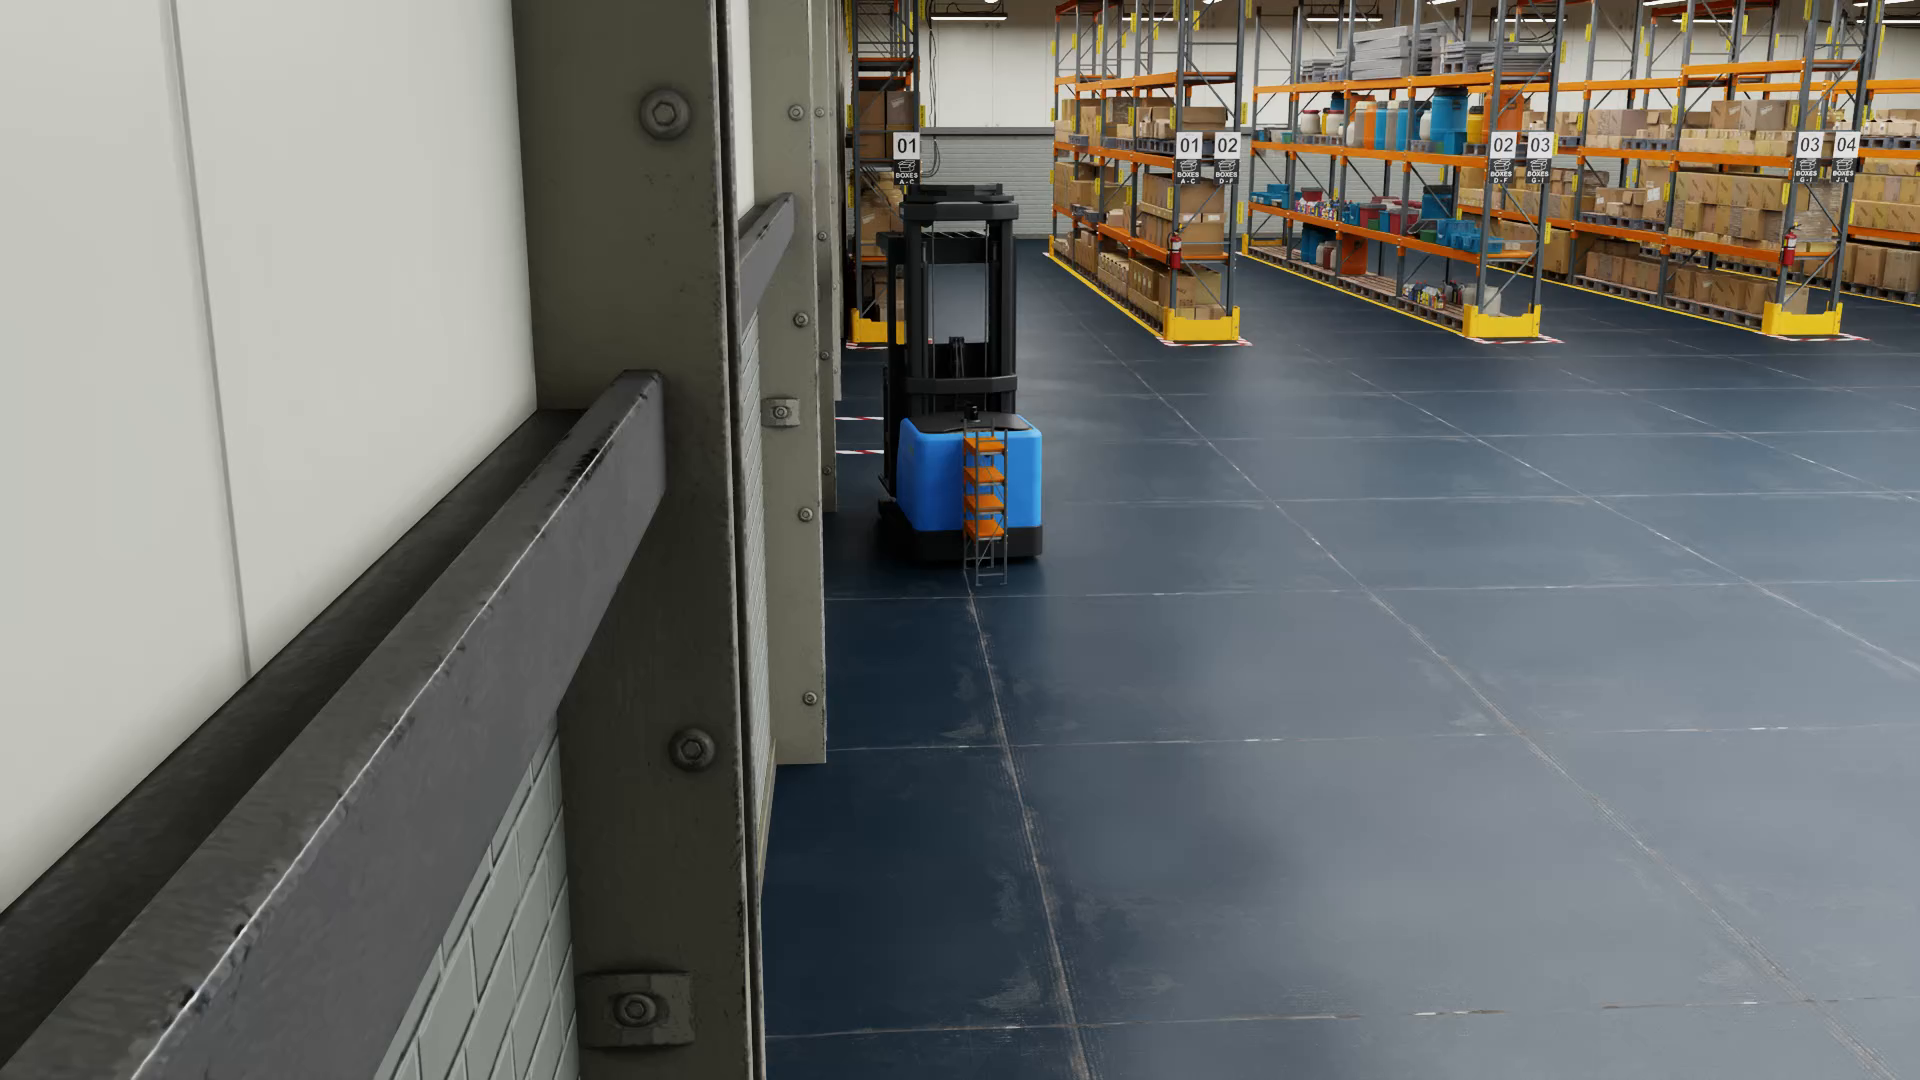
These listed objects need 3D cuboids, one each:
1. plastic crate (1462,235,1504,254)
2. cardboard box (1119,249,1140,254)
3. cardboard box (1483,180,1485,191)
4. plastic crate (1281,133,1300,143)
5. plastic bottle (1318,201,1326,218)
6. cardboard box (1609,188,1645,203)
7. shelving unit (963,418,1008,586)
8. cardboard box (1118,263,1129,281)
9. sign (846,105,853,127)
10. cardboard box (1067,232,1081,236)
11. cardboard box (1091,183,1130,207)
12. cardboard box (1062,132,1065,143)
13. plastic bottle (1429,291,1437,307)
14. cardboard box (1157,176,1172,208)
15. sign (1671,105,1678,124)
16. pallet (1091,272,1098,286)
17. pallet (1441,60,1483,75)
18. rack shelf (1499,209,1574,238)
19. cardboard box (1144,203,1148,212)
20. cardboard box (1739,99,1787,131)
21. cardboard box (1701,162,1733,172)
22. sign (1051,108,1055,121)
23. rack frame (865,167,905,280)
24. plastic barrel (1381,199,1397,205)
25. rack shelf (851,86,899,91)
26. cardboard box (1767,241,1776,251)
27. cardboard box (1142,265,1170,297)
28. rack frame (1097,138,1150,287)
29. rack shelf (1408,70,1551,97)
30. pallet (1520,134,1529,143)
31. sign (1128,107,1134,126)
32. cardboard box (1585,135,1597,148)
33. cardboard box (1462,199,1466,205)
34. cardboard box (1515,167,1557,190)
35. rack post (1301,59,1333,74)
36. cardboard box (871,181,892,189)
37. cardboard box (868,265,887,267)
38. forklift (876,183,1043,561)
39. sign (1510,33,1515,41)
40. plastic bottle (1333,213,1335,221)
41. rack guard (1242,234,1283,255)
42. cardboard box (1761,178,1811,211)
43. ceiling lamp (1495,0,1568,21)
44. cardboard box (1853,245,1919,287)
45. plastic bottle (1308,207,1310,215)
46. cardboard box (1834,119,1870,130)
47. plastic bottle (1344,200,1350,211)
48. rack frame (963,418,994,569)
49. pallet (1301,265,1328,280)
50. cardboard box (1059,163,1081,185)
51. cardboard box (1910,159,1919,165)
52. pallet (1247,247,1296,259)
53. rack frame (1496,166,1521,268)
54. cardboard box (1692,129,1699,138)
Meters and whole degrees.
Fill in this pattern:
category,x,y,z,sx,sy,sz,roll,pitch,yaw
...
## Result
category,x,y,z,sx,sy,sz,roll,pitch,yaw
plastic crate,8.439,-4.779,26.880,0.499,0.251,0.616,-1,14,-3
cardboard box,3.586,-5.766,34.549,0.500,0.500,0.500,0,14,-1
cardboard box,12.646,-8.462,39.093,0.500,0.500,0.500,-1,14,-3
plastic crate,7.650,-9.309,38.503,0.416,0.233,0.300,-1,14,-3
plastic bottle,7.783,-7.116,35.762,0.144,0.351,0.185,-1,14,-3
cardboard box,13.424,-6.778,33.308,0.700,0.500,0.500,1,14,5
shelving unit,0.191,-0.297,12.775,0.258,1.200,0.503,-3,15,-10
cardboard box,3.227,-5.020,31.066,0.500,0.311,0.500,0,14,-2
sign,-1.675,-6.456,25.304,0.100,0.325,0.005,-1,14,-3
cardboard box,2.959,-7.112,39.774,0.797,0.503,0.637,-1,14,-3
cardboard box,3.252,-7.454,35.933,0.700,0.500,0.500,-5,15,-18
cardboard box,2.699,-9.510,39.251,0.500,0.250,0.500,-1,14,-3
plastic bottle,8.220,-4.173,28.809,0.152,0.276,0.135,-1,14,-5
cardboard box,3.703,-5.843,27.911,0.700,0.500,0.500,-1,14,-3
sign,12.910,-7.687,30.036,0.100,0.325,0.005,-1,14,-3
pallet,3.320,-5.481,34.907,1.003,0.211,1.213,-1,14,-3
pallet,8.678,-7.838,27.611,1.003,0.211,1.213,-1,14,-3
rack shelf,13.092,-6.947,36.449,1.077,0.370,4.000,-1,14,-3
cardboard box,3.433,-5.817,29.112,0.380,0.149,0.250,-1,14,-5
cardboard box,13.363,-7.077,27.691,0.500,0.500,0.500,-1,14,-3
cardboard box,17.626,-8.633,38.756,0.500,0.500,0.500,-1,14,-5
sign,2.291,-10.503,41.053,0.100,0.325,0.005,-1,14,-3
rack frame,-1.615,-6.568,33.534,1.000,3.000,0.127,-1,14,-3
plastic barrel,8.550,-6.523,33.133,0.421,0.512,0.421,0,14,0
rack shelf,-1.739,-9.429,34.860,1.077,0.370,4.000,-1,14,-3
cardboard box,13.473,-4.816,27.229,0.380,0.149,0.250,-1,14,-3
cardboard box,3.388,-4.393,28.249,0.500,0.500,0.500,-1,14,-3
rack frame,3.329,-6.646,33.835,1.000,3.000,0.127,-1,14,-3
rack shelf,8.644,-7.592,27.721,1.077,0.370,4.000,-1,14,-3
pallet,13.074,-8.925,37.059,0.805,0.209,1.217,-1,15,-6
sign,3.035,-7.495,29.450,0.100,0.325,0.005,-1,14,-3
cardboard box,12.991,-8.057,33.601,0.500,0.250,0.500,-1,14,-2
cardboard box,12.495,-8.252,40.585,0.380,0.149,0.250,-1,14,-4
cardboard box,13.016,-8.168,37.538,0.797,0.503,0.637,-1,14,-5
rack post,8.046,-10.375,36.441,0.937,0.300,0.954,-1,14,-4
cardboard box,-1.564,-7.058,33.055,0.380,0.149,0.250,-3,15,-11
cardboard box,-1.461,-5.231,30.967,0.500,0.250,0.500,-1,14,-5
forklift,-0.115,-1.574,14.261,1.130,2.935,3.031,-3,15,-10
sign,12.413,-11.224,37.399,0.100,0.325,0.005,-1,14,-3
plastic bottle,7.833,-6.748,34.632,0.097,0.201,0.097,0,14,0
rack guard,7.763,-7.506,42.196,1.175,0.500,0.348,-1,14,-3
cardboard box,13.431,-5.618,27.036,0.500,0.500,0.500,-1,14,-3
ceiling lamp,15.085,-15.226,43.431,2.000,3.185,0.800,-1,14,-3
cardboard box,18.236,-5.361,32.515,1.050,0.750,0.750,-1,14,-3
plastic bottle,7.710,-7.239,36.541,0.097,0.201,0.097,0,14,0
cardboard box,17.998,-8.327,33.486,0.500,0.311,0.500,-1,14,-3
plastic bottle,8.333,-7.159,35.929,0.144,0.351,0.185,-1,14,-3
rack frame,0.146,-0.357,13.007,0.240,1.200,0.015,-3,15,-10
pallet,8.110,-5.869,36.412,1.003,0.211,1.213,-1,14,-3
cardboard box,2.663,-8.799,39.998,0.500,0.500,0.500,-1,14,-3
cardboard box,22.522,-8.864,38.948,0.380,0.149,0.250,-1,14,-5
pallet,7.789,-7.155,41.410,1.003,0.211,1.213,-1,14,-3
rack frame,12.968,-7.792,38.292,1.000,3.000,0.127,-1,14,-3
cardboard box,13.261,-7.225,29.569,0.380,0.149,0.250,-2,15,-6
